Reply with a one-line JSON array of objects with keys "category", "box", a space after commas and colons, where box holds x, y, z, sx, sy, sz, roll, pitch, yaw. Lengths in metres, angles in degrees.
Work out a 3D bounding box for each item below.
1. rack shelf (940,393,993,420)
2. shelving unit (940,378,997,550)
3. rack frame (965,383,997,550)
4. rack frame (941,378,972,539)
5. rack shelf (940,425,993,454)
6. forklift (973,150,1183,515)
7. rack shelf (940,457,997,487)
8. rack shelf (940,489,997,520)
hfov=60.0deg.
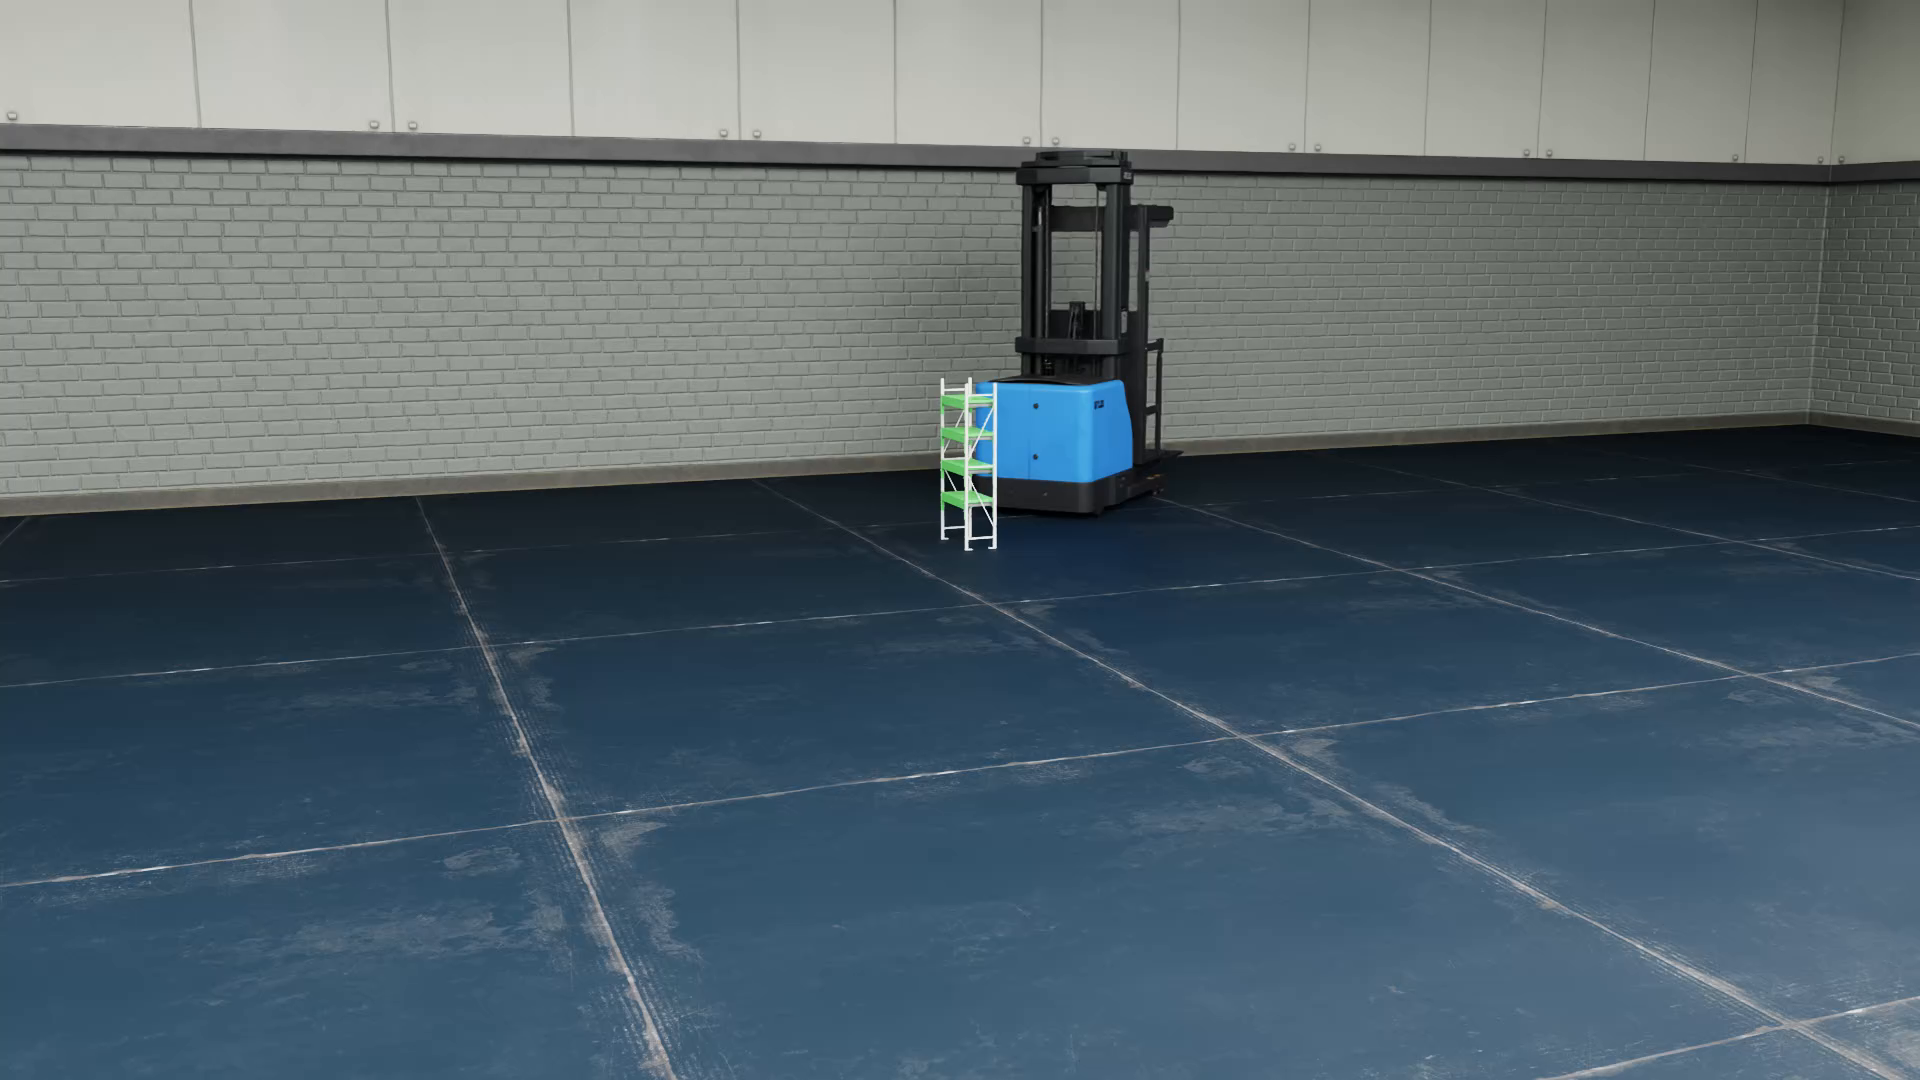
[{"category": "rack shelf", "box": [0.060, -0.973, 12.090, 0.258, 0.148, 0.480, -4, 11, -21]}, {"category": "shelving unit", "box": [0.060, -0.564, 12.163, 0.258, 1.200, 0.503, -4, 11, -21]}, {"category": "rack frame", "box": [0.148, -0.524, 11.939, 0.240, 1.200, 0.015, -4, 11, -21]}, {"category": "rack frame", "box": [-0.028, -0.604, 12.387, 0.240, 1.200, 0.015, -4, 11, -21]}, {"category": "rack shelf", "box": [0.060, -0.737, 12.132, 0.258, 0.148, 0.480, -4, 11, -21]}, {"category": "forklift", "box": [1.191, -1.860, 14.510, 1.130, 2.935, 3.031, 5, 11, 25]}, {"category": "rack shelf", "box": [0.060, -0.501, 12.174, 0.258, 0.148, 0.480, -4, 11, -21]}, {"category": "rack shelf", "box": [0.060, -0.265, 12.216, 0.258, 0.148, 0.480, -4, 11, -21]}]
